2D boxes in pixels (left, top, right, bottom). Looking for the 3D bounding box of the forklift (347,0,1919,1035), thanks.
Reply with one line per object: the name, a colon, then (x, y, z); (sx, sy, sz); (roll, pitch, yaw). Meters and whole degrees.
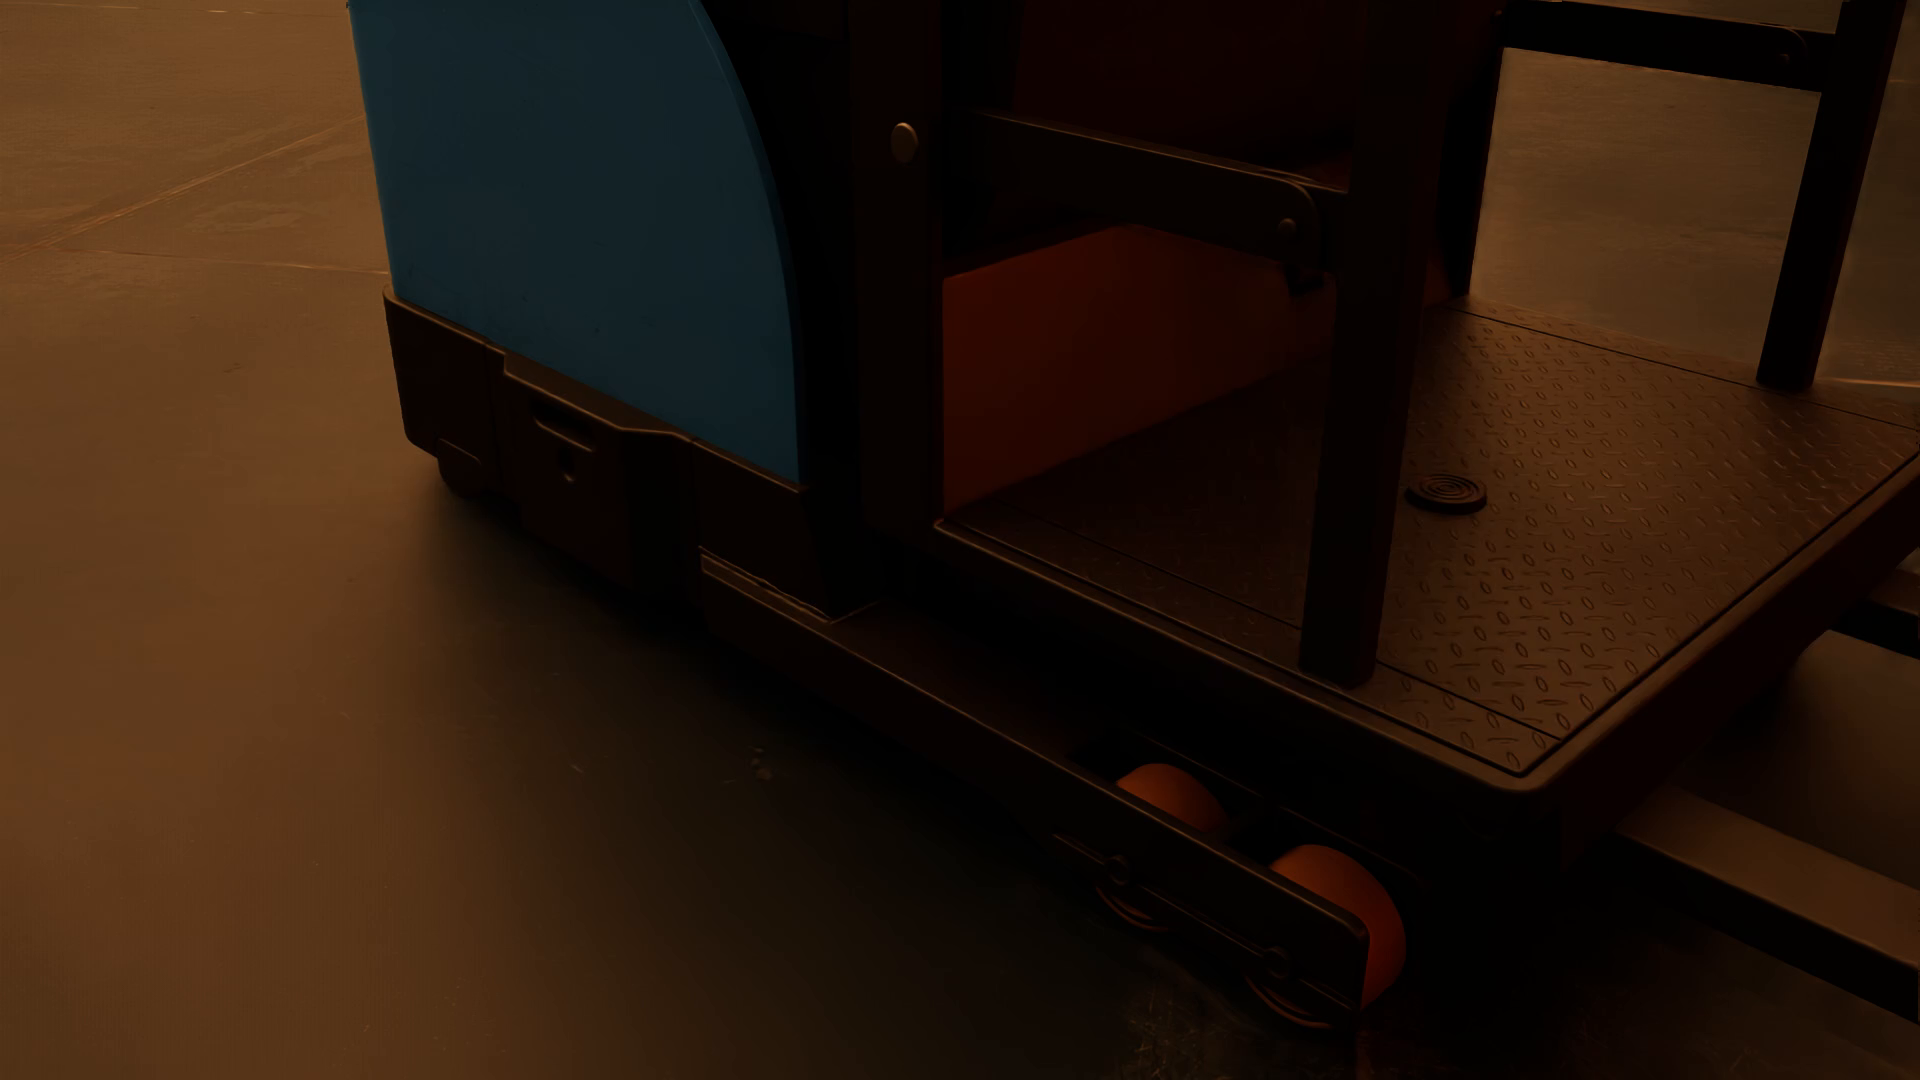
forklift: (0.495, -1.111, 1.447); (1.130, 2.935, 3.031); (-24, 35, -39)
